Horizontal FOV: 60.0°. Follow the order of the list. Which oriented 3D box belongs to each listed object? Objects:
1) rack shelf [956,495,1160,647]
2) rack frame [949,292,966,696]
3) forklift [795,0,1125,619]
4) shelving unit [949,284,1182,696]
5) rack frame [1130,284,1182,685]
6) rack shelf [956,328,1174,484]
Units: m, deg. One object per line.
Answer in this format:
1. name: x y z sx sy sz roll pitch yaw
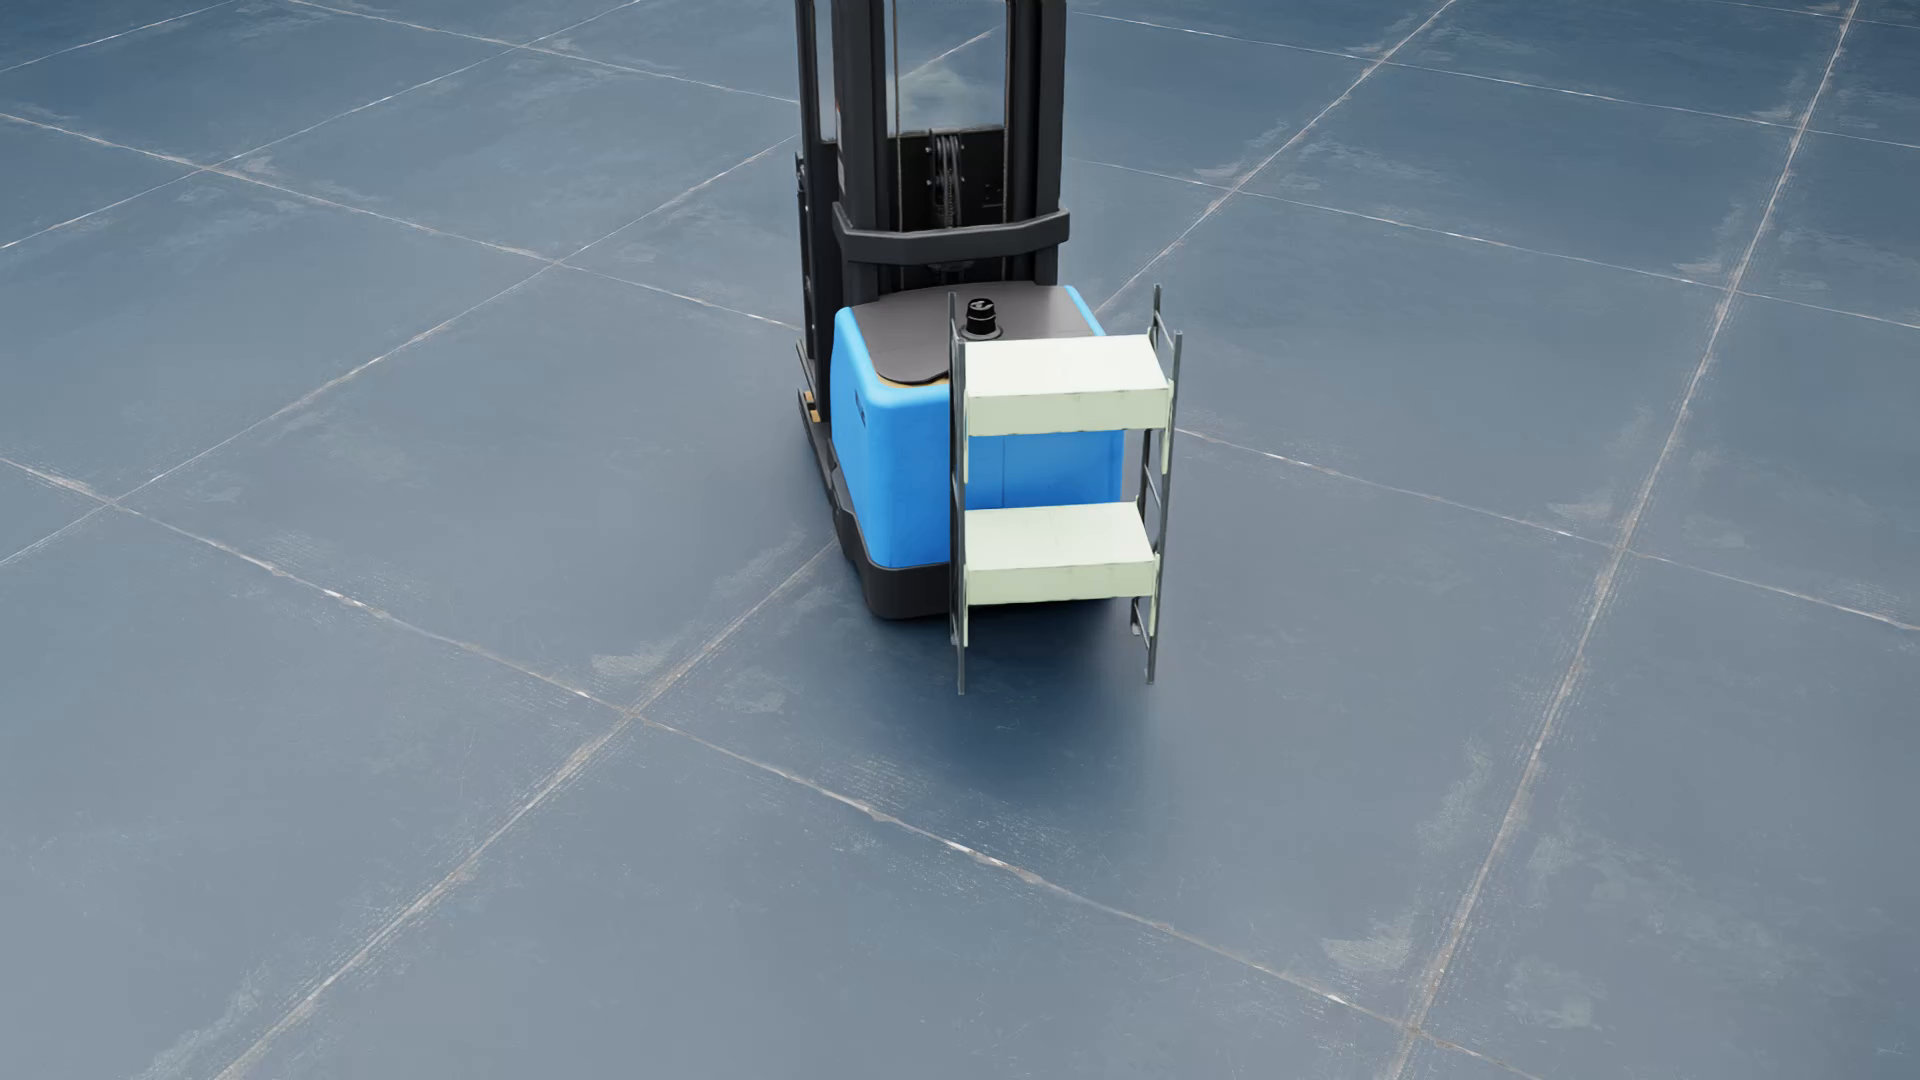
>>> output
1. rack shelf: 0.353 0.114 6.314 0.720 0.370 0.431 -3 34 -4
2. rack frame: -0.011 -0.139 6.105 0.023 1.500 0.400 -3 34 -4
3. forklift: -0.167 -1.714 7.179 1.130 2.935 3.031 -7 34 -11
4. shelving unit: 0.353 -0.157 6.133 0.755 1.500 0.431 -3 34 -4
5. rack frame: 0.718 -0.176 6.161 0.023 1.500 0.400 -3 34 -4
6. rack shelf: 0.353 -0.482 5.917 0.720 0.370 0.431 -3 34 -4
